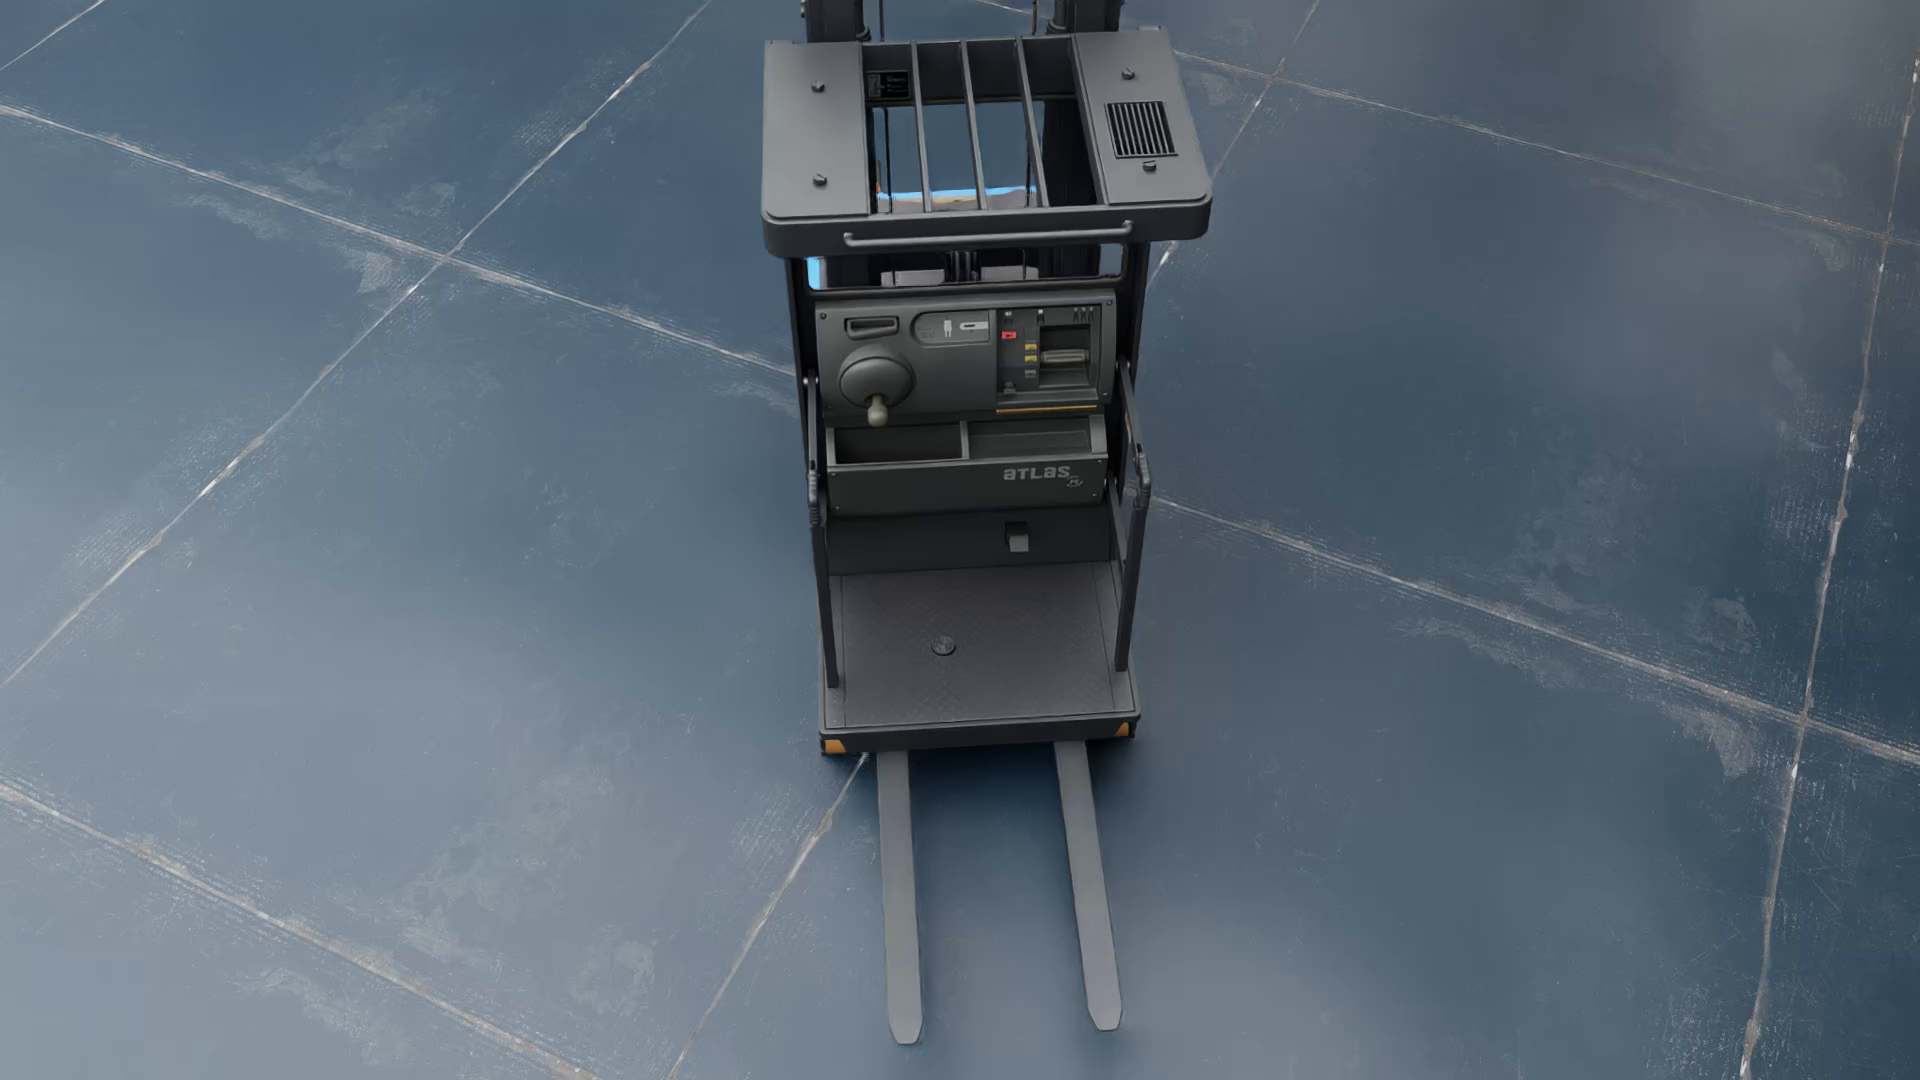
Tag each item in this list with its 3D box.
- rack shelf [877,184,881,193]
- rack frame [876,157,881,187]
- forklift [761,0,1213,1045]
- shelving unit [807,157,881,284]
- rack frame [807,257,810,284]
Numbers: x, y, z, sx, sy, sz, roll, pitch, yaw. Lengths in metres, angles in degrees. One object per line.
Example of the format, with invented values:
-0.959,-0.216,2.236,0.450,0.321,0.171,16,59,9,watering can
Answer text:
-0.467,-1.291,6.616,0.215,0.259,0.240,31,56,24,rack shelf
-0.390,-1.187,6.885,0.200,1.050,0.008,31,56,24,rack frame
0.039,-0.461,5.032,1.130,2.935,3.031,-3,50,-3,forklift
-0.466,-1.114,6.824,0.215,1.050,0.252,31,56,24,shelving unit
-0.542,-1.042,6.762,0.200,1.050,0.008,31,56,24,rack frame
